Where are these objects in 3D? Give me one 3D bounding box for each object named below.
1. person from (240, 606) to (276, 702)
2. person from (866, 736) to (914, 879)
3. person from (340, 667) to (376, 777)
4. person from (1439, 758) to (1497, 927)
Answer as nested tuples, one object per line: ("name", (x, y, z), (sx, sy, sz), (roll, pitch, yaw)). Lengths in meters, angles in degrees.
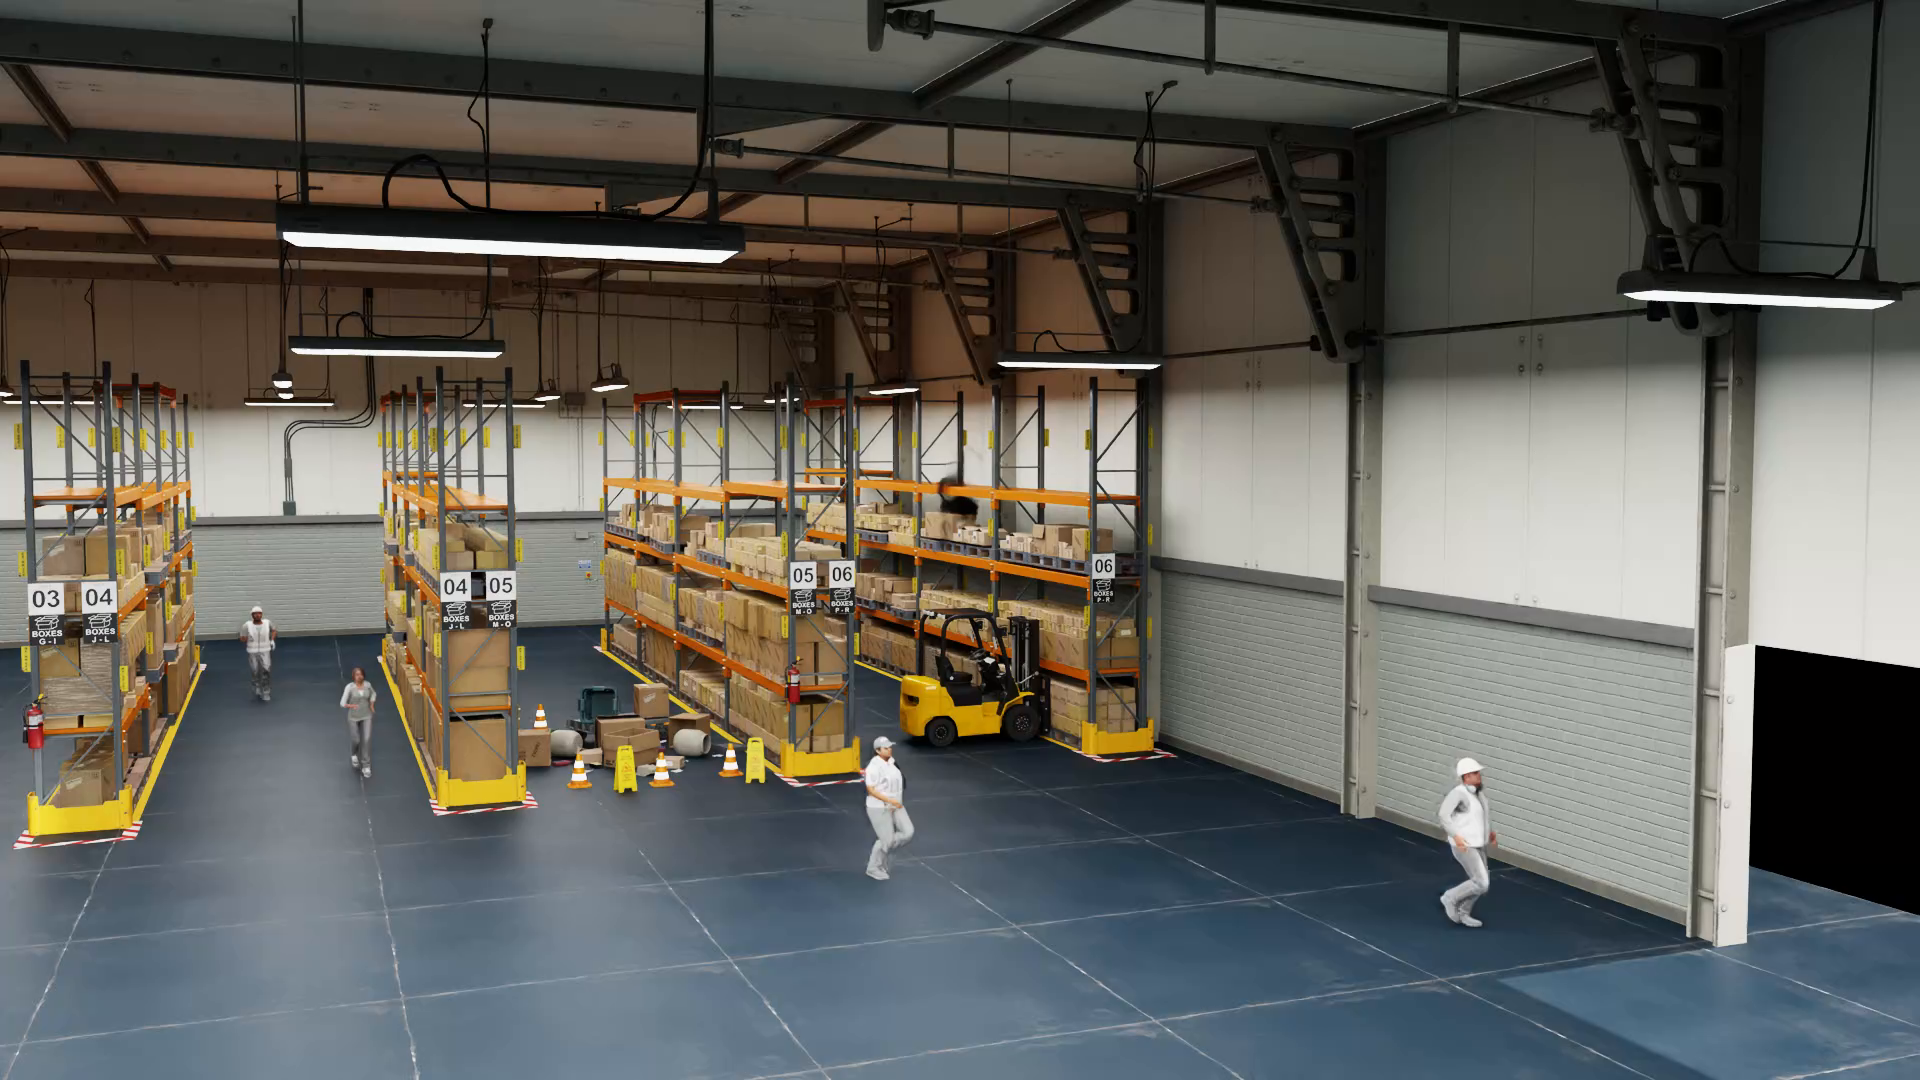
("person", (-13.496, 2.194, 31.995), (0.656, 1.844, 0.782), (-2, 4, -24))
("person", (-0.823, 3.050, 18.982), (0.527, 1.629, 0.617), (2, 4, 28))
("person", (-8.978, 2.692, 24.861), (0.540, 1.597, 0.879), (-2, 4, -29))
("person", (5.232, 3.108, 17.074), (0.666, 1.735, 0.515), (-3, 5, -44))
